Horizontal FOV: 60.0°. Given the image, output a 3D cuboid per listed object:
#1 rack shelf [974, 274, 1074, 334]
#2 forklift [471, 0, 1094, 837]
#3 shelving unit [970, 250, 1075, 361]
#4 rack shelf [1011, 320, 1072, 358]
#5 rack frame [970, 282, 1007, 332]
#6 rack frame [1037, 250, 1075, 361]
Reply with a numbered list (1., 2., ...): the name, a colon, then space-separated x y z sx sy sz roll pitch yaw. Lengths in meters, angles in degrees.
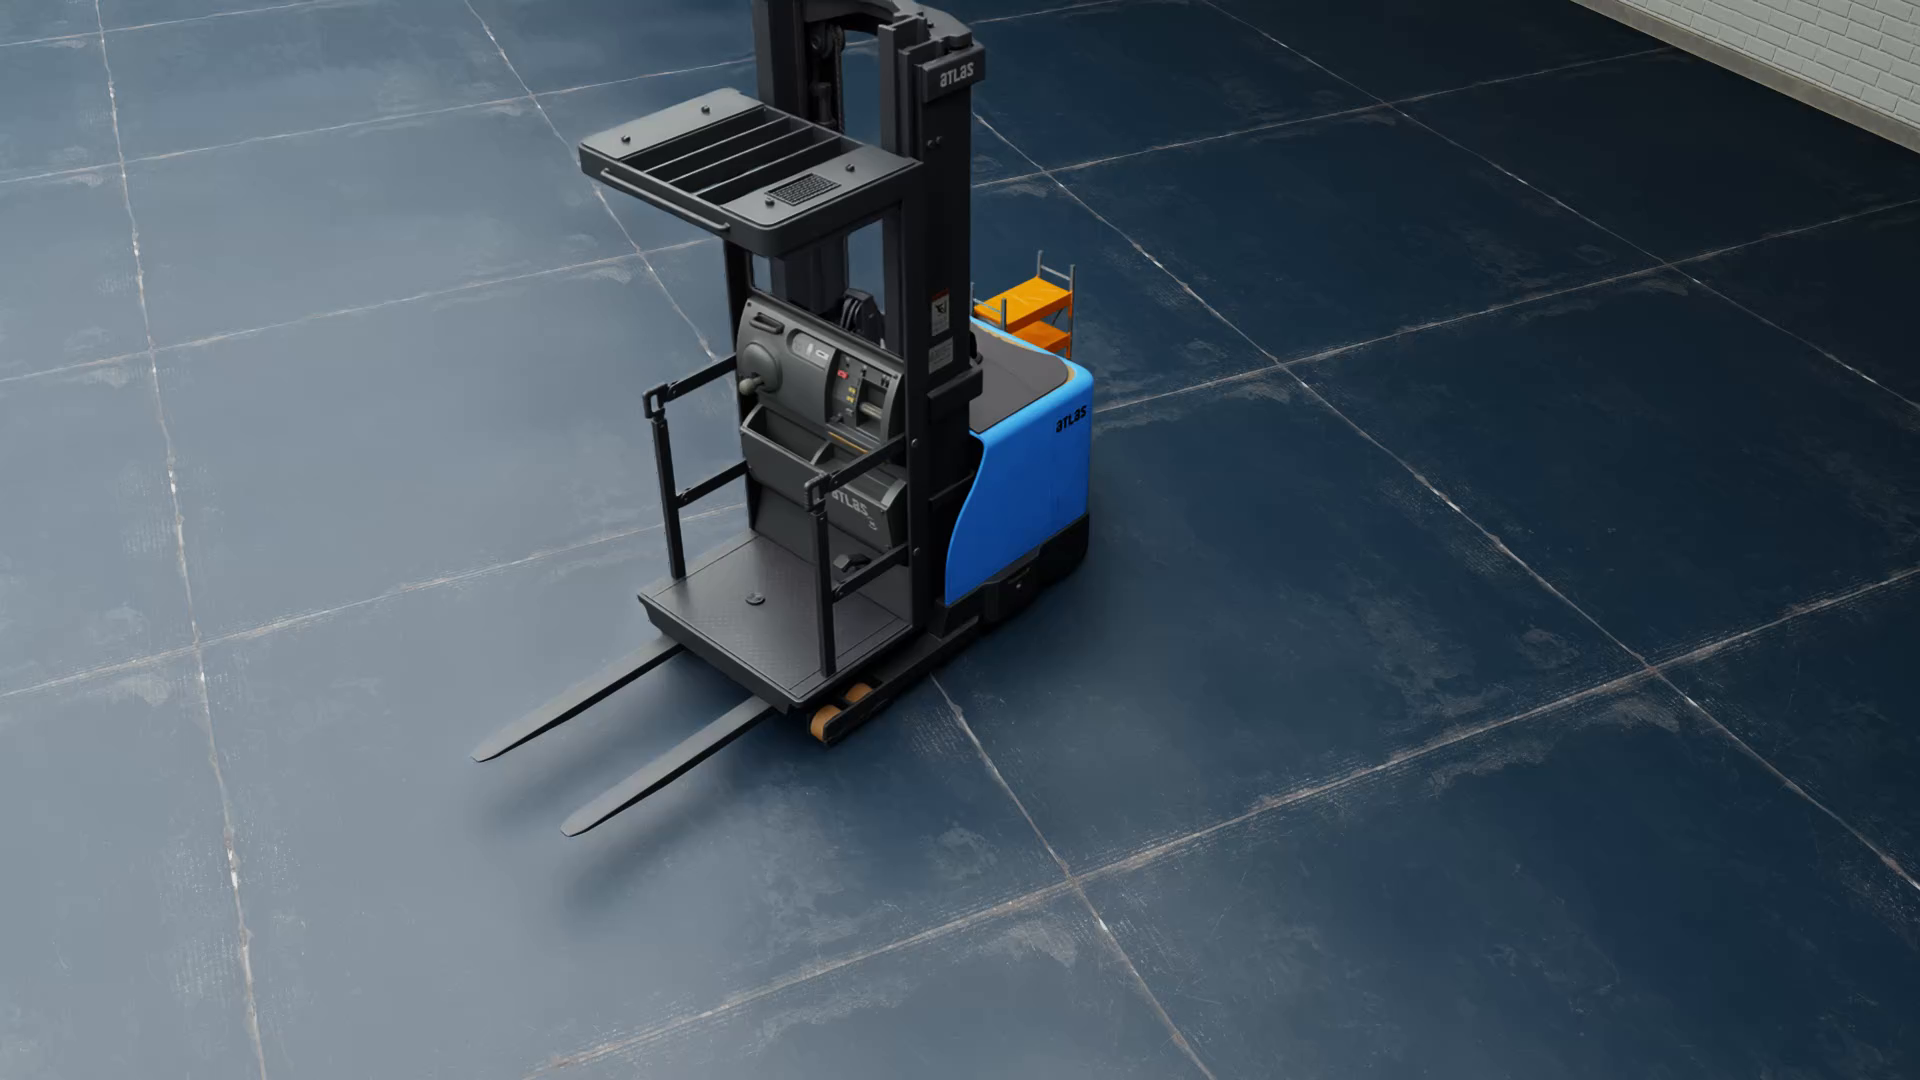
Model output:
1. rack shelf: 0.307 -1.134 8.255 0.480 0.148 0.258 -31 46 -34
2. forklift: -0.738 -0.640 6.796 1.130 2.935 3.031 29 45 33
3. shelving unit: 0.307 -0.818 8.489 0.503 1.200 0.258 -31 46 -34
4. rack shelf: 0.307 -0.944 8.396 0.480 0.148 0.258 -31 46 -34
5. rack frame: 0.133 -0.716 8.351 0.015 1.200 0.240 -31 46 -34
6. rack frame: 0.480 -0.920 8.627 0.015 1.200 0.240 -31 46 -34
